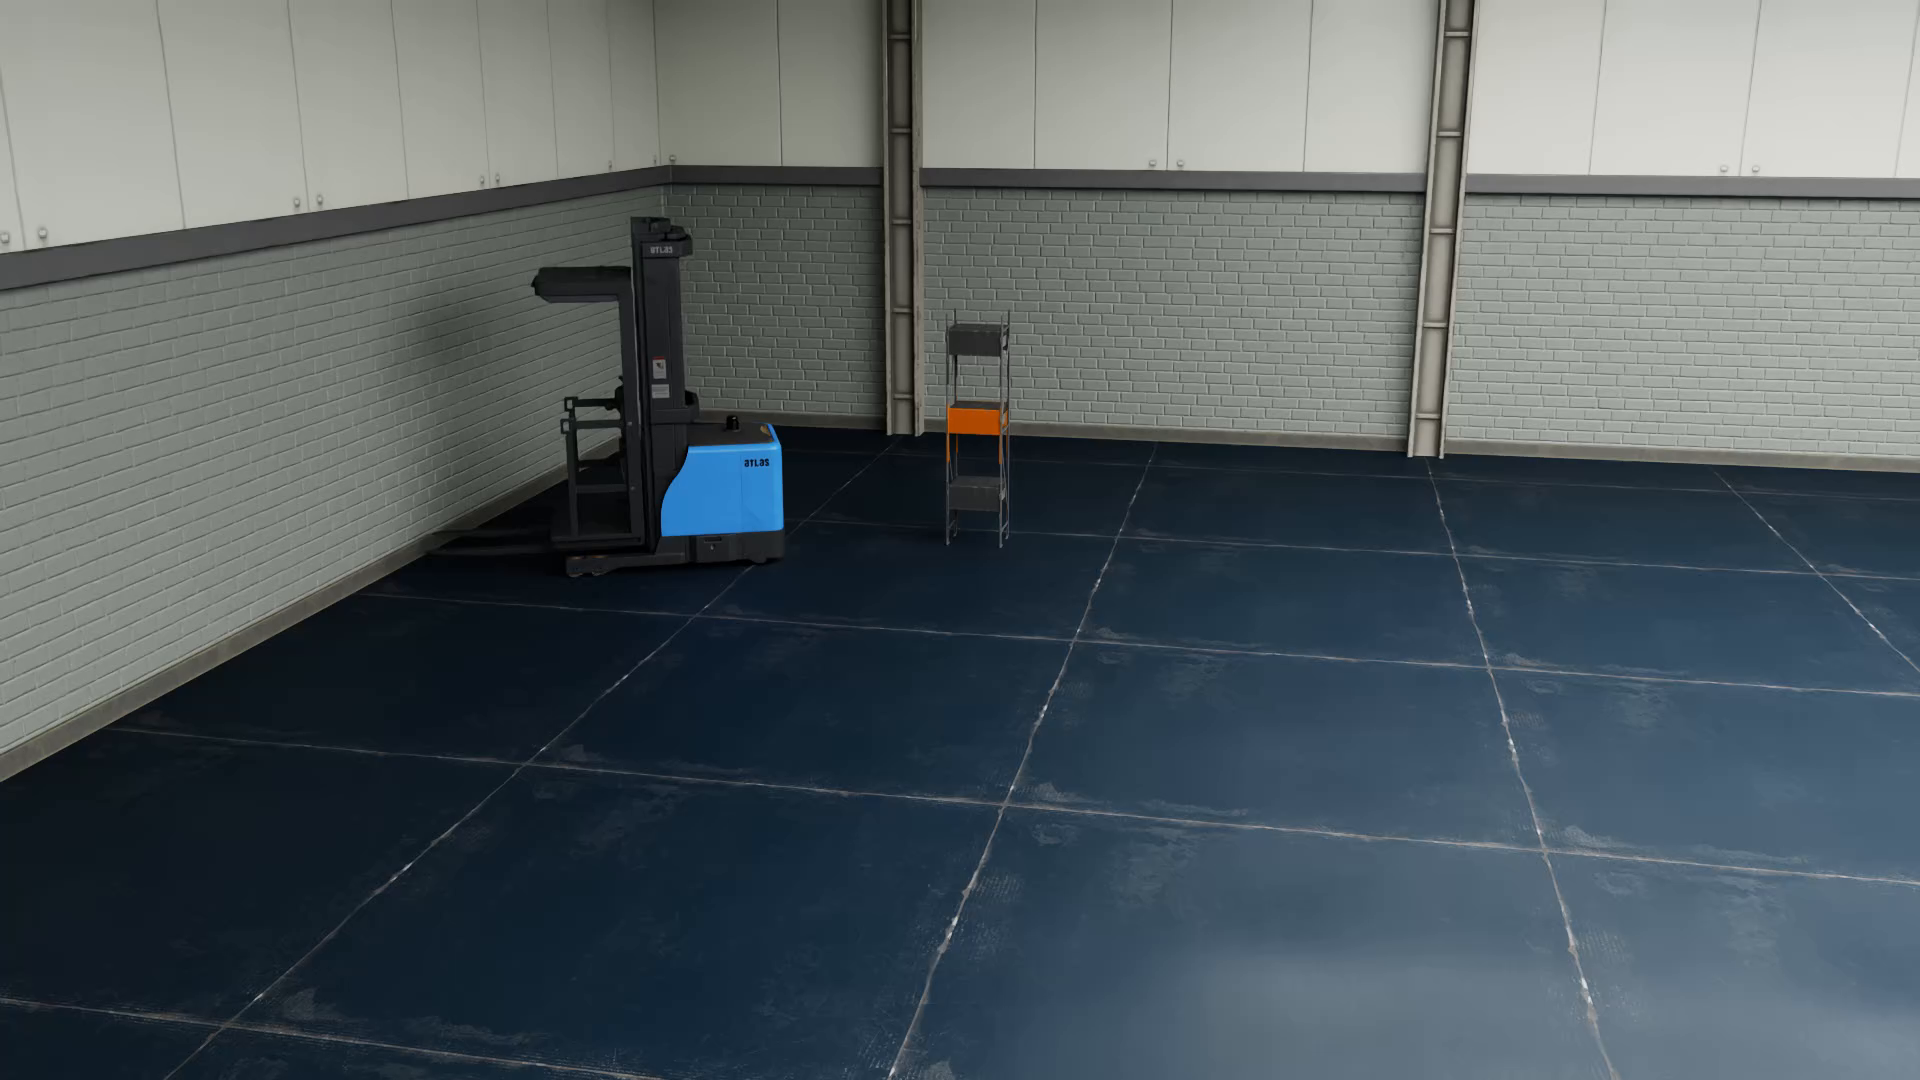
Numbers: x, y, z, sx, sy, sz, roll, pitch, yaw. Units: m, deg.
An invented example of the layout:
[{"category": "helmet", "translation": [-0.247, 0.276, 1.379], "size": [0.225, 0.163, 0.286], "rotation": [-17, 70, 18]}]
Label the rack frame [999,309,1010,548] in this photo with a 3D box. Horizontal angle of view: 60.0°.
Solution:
[{"category": "rack frame", "translation": [0.401, -0.990, 14.891], "size": [0.015, 2.100, 0.400], "rotation": [3, 16, 11]}]

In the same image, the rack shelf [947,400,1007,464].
[{"category": "rack shelf", "translation": [0.162, -0.990, 14.942], "size": [0.480, 0.518, 0.431], "rotation": [3, 16, 11]}]

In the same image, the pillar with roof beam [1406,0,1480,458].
[{"category": "pillar with roof beam", "translation": [4.372, -4.171, 13.451], "size": [0.400, 9.000, 9.100], "rotation": [3, 16, 11]}]

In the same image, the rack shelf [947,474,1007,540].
[{"category": "rack shelf", "translation": [0.162, -0.315, 15.128], "size": [0.480, 0.518, 0.431], "rotation": [3, 16, 11]}]

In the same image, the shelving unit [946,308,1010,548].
[{"category": "shelving unit", "translation": [0.162, -1.003, 14.938], "size": [0.503, 2.100, 0.431], "rotation": [3, 16, 11]}]

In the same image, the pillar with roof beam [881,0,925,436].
[{"category": "pillar with roof beam", "translation": [-1.508, -4.490, 14.604], "size": [0.400, 9.000, 9.100], "rotation": [3, 16, 11]}]

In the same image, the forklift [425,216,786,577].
[{"category": "forklift", "translation": [-3.090, -1.253, 14.282], "size": [3.031, 2.935, 1.130], "rotation": [-3, 16, -11]}]

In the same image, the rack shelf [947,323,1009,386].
[{"category": "rack shelf", "translation": [0.162, -1.665, 14.755], "size": [0.480, 0.518, 0.431], "rotation": [3, 16, 11]}]

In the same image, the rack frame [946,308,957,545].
[{"category": "rack frame", "translation": [-0.077, -1.016, 14.985], "size": [0.015, 2.100, 0.400], "rotation": [3, 16, 11]}]
